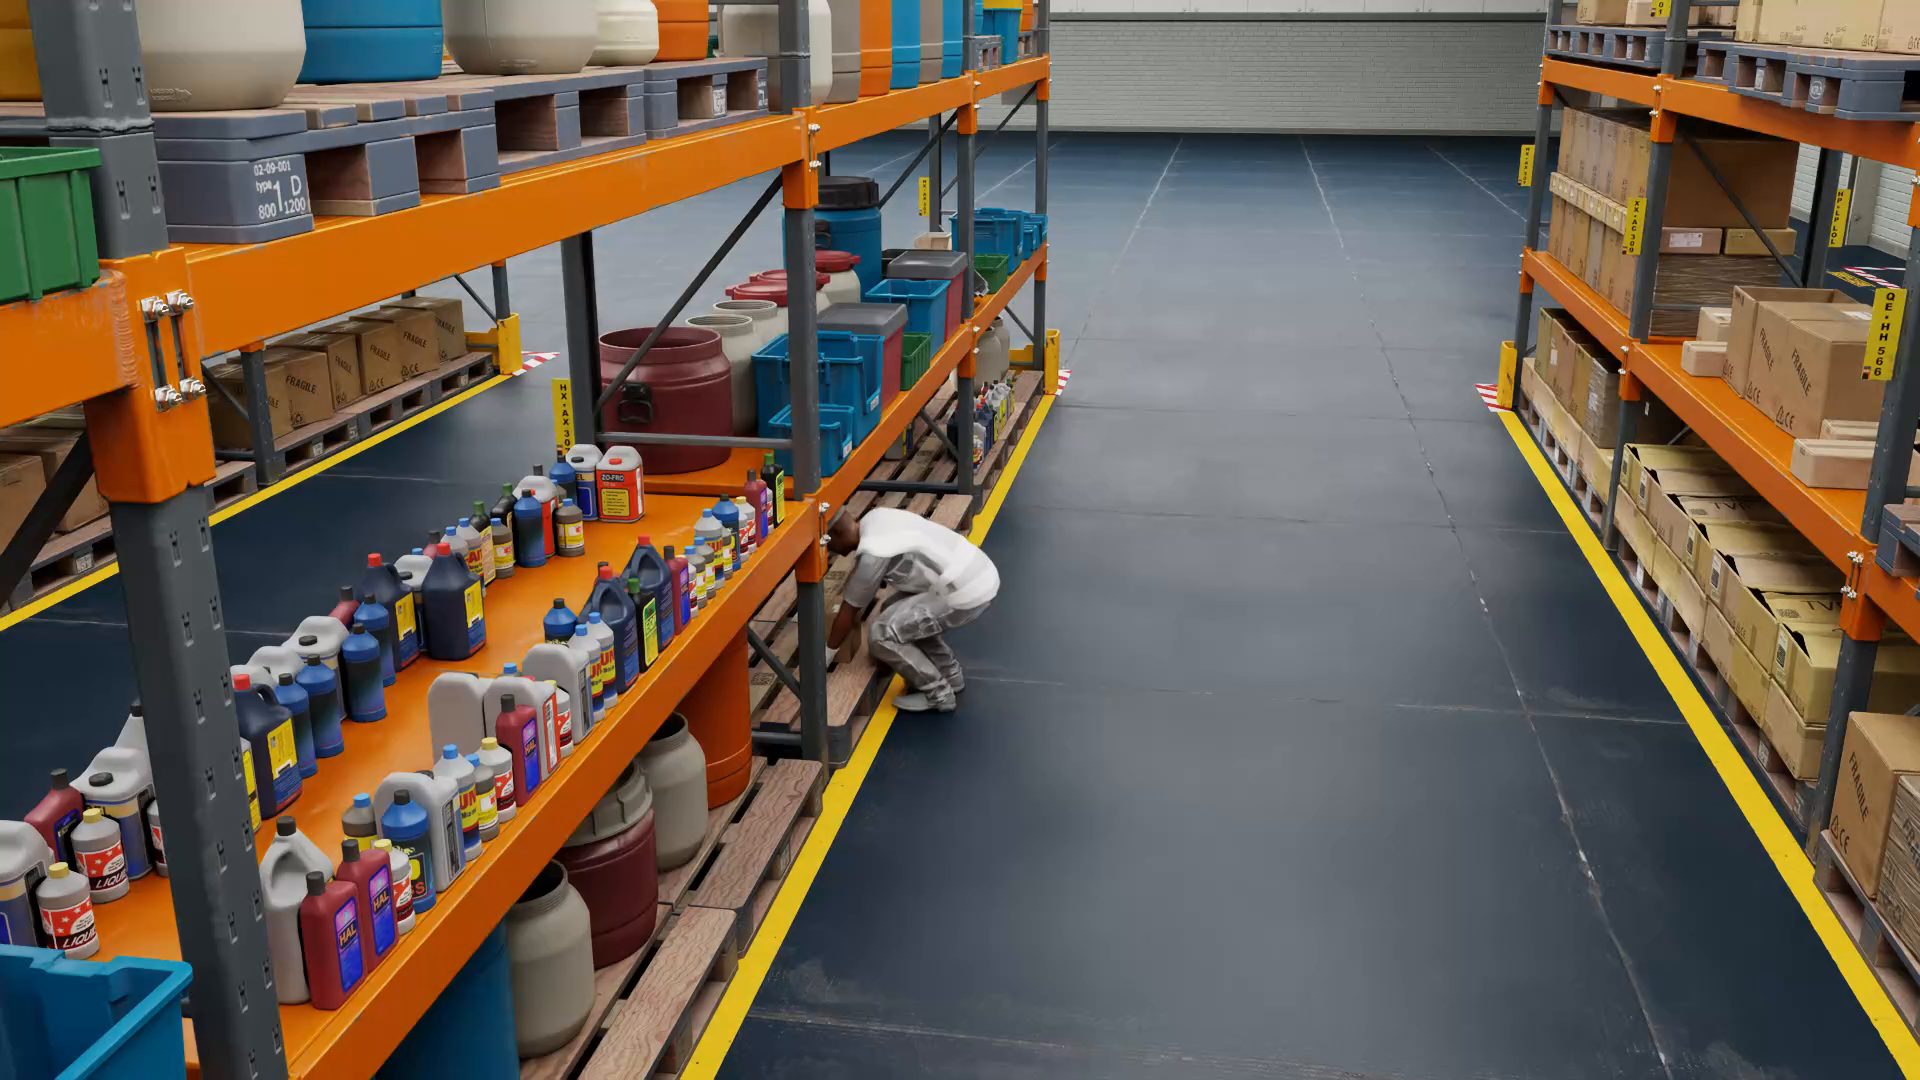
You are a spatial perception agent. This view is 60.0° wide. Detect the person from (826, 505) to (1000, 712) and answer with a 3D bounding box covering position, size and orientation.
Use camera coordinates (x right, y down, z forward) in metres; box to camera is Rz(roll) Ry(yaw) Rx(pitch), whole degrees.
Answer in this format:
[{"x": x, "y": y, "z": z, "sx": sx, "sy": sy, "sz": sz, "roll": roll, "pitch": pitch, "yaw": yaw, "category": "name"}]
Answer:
[{"x": -0.289, "y": 0.290, "z": 7.900, "sx": 0.943, "sy": 1.006, "sz": 0.554, "roll": 2, "pitch": 18, "yaw": 7, "category": "person"}]
